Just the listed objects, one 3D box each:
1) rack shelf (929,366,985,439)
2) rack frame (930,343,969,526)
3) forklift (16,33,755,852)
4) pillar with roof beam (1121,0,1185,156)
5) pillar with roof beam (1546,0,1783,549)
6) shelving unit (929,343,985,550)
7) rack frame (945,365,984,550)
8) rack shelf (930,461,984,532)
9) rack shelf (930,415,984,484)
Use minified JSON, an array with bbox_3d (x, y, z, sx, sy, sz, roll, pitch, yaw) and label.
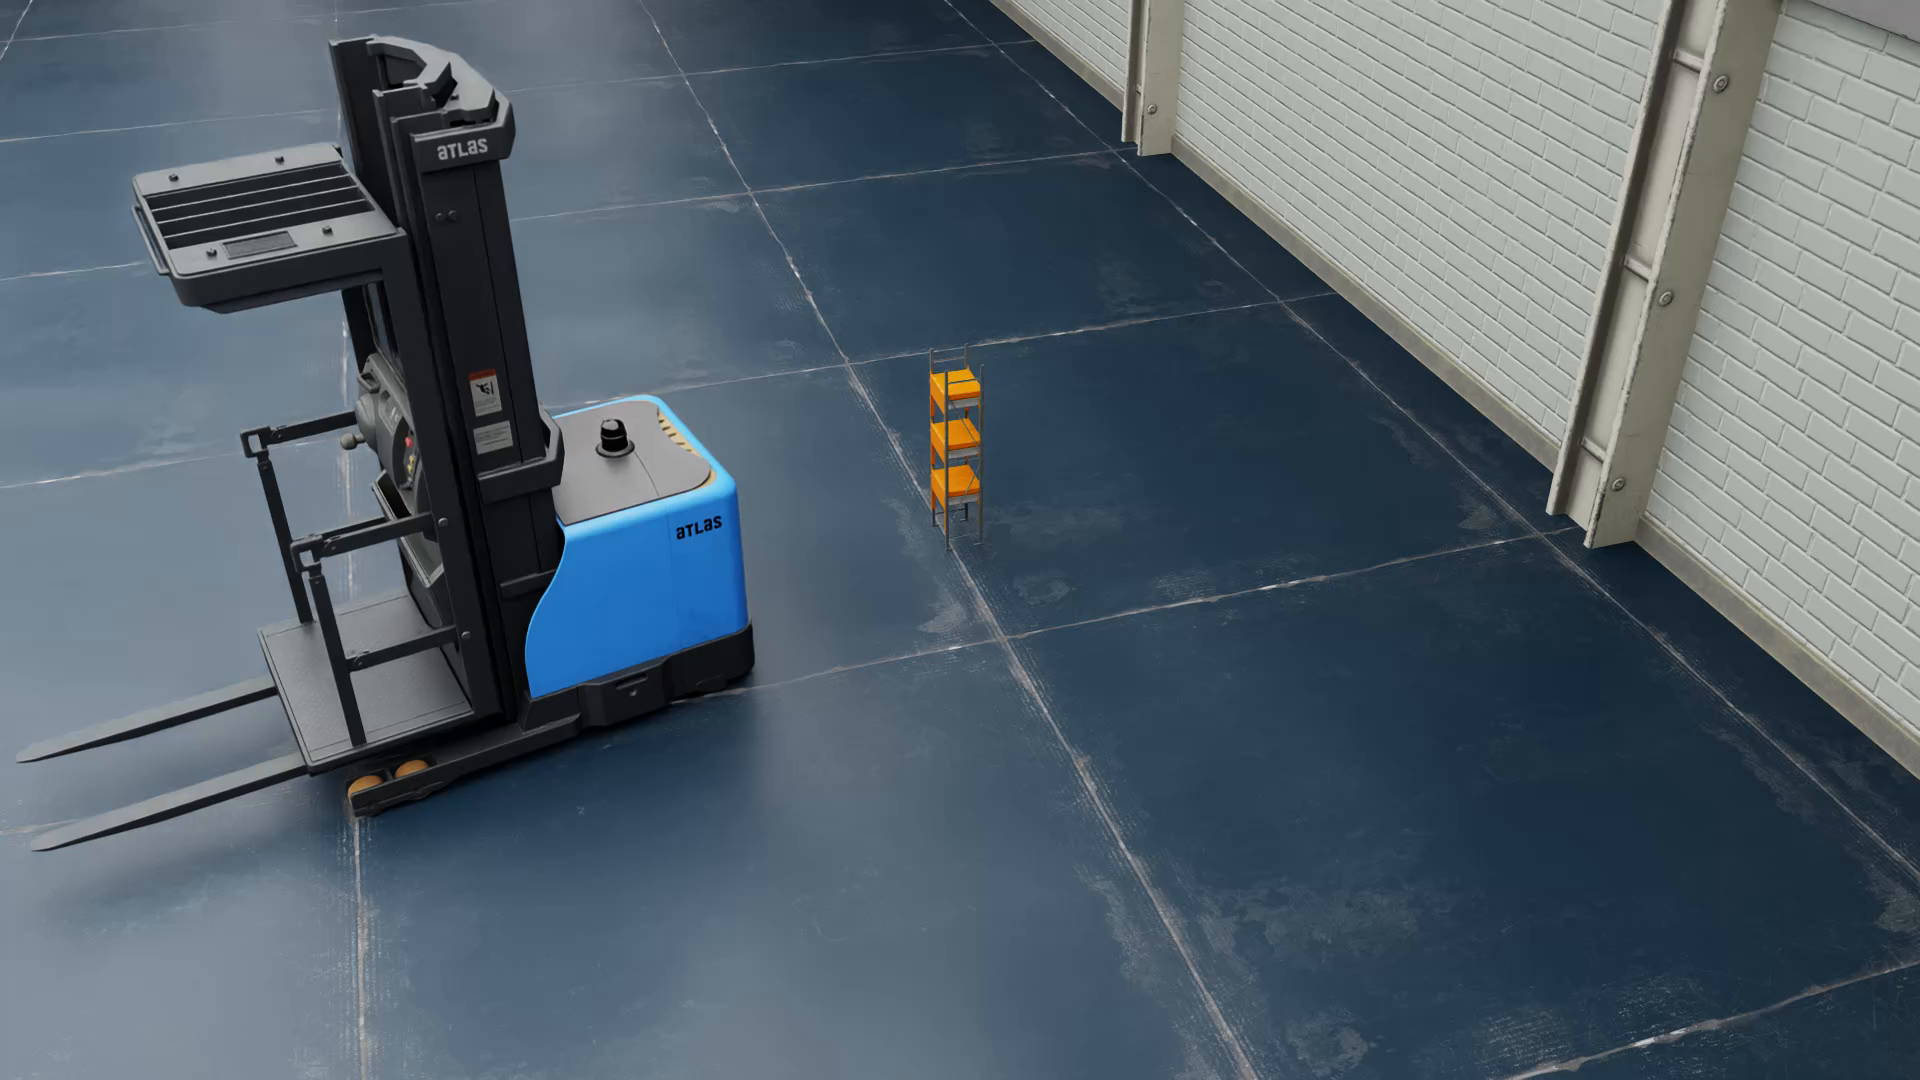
[{"bbox_3d":[-0.016,-0.694,8.352,0.215,0.259,0.240,-10,35,-15],"label":"rack shelf"},{"bbox_3d":[-0.054,-0.530,8.600,0.200,1.050,0.008,-10,35,-15],"label":"rack frame"},{"bbox_3d":[-2.490,-0.397,6.693,3.031,2.935,1.130,-18,37,-25],"label":"forklift"},{"bbox_3d":[-2.560,-6.263,10.066,9.100,9.000,0.400,-10,35,-15],"label":"pillar with roof beam"},{"bbox_3d":[-0.730,-3.113,5.299,9.100,9.000,0.400,-10,35,-15],"label":"pillar with roof beam"},{"bbox_3d":[-0.016,-0.466,8.503,0.215,1.050,0.252,-10,35,-15],"label":"shelving unit"},{"bbox_3d":[0.021,-0.402,8.406,0.200,1.050,0.008,-10,35,-15],"label":"rack frame"},{"bbox_3d":[-0.016,-0.225,8.662,0.215,0.259,0.240,-10,35,-15],"label":"rack shelf"},{"bbox_3d":[-0.016,-0.457,8.509,0.215,0.259,0.240,-10,35,-15],"label":"rack shelf"}]
